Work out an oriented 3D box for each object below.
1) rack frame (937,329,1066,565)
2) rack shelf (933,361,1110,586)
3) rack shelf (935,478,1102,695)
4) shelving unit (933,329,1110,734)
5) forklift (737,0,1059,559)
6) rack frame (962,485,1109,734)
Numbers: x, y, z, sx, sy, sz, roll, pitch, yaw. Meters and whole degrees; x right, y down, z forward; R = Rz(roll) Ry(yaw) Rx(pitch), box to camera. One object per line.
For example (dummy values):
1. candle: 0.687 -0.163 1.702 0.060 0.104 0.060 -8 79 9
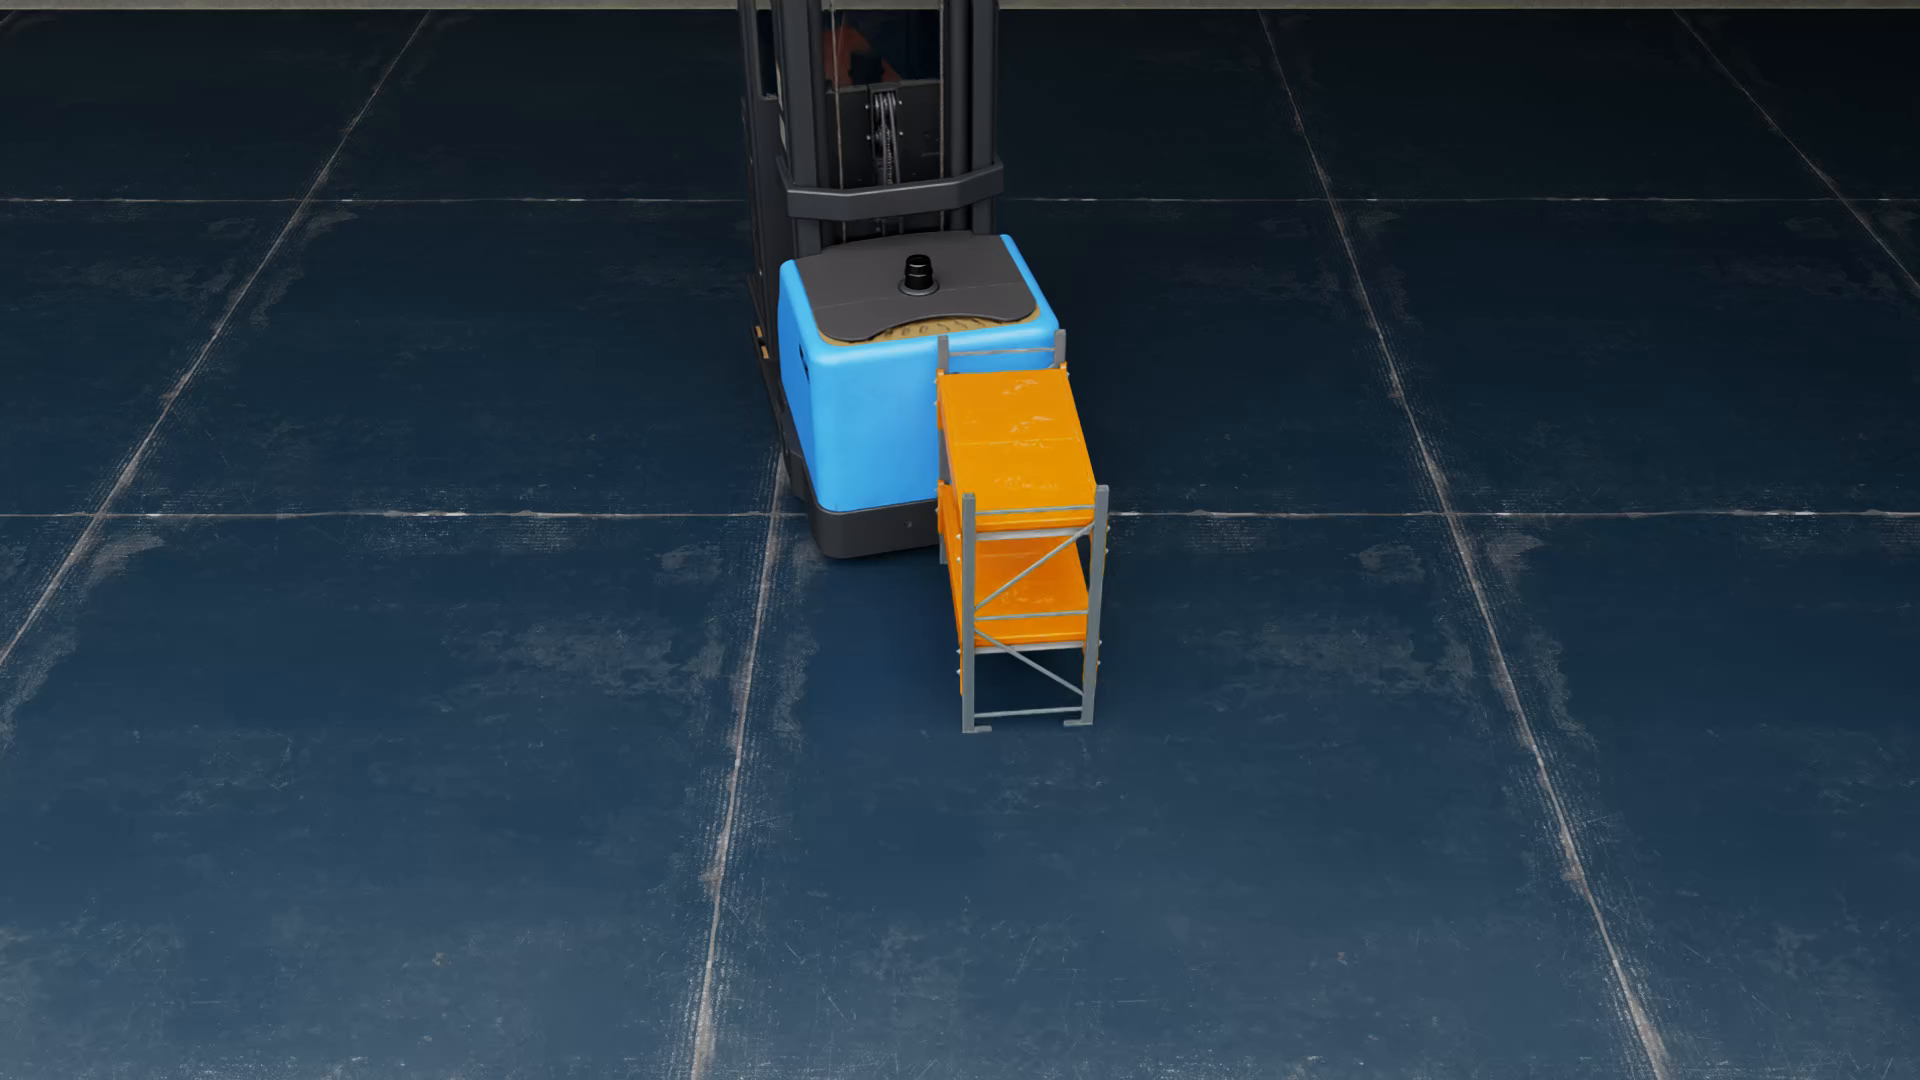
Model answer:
1. rack frame: 0.162 -0.358 6.797 0.500 1.125 0.032 -3 39 -4
2. rack shelf: 0.210 -0.270 6.219 0.538 0.278 1.000 -3 39 -4
3. rack shelf: 0.210 0.149 6.555 0.538 0.278 1.000 -3 39 -4
4. shelving unit: 0.210 -0.042 6.402 0.538 1.125 1.048 -3 39 -4
5. forklift: -0.435 -1.992 7.391 1.130 2.935 3.031 -9 40 -11
6. rack frame: 0.258 0.275 6.007 0.500 1.125 0.032 -3 39 -4
